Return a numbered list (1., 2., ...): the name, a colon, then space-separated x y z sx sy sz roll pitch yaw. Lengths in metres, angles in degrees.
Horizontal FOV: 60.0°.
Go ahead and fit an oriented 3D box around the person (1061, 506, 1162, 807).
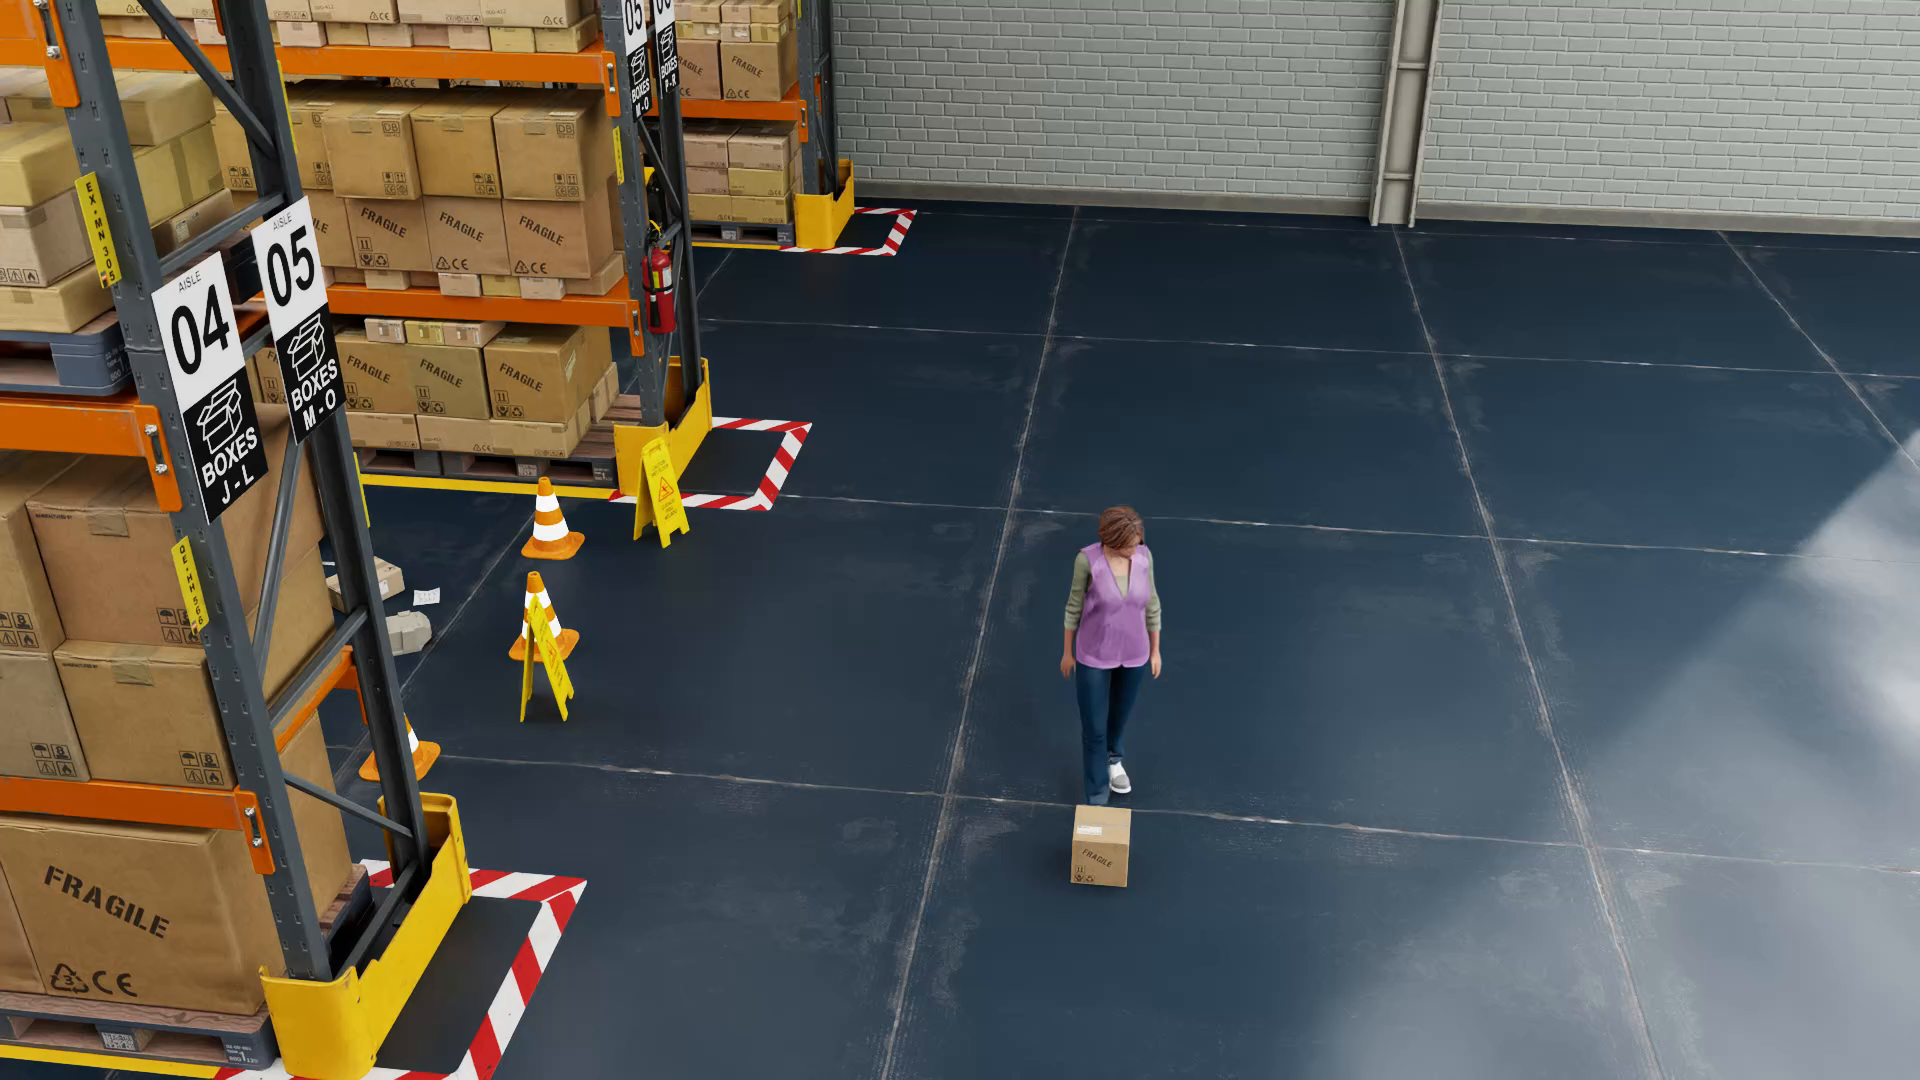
1. person: 0.726 0.577 7.556 0.455 1.579 0.671 -7 30 -13
